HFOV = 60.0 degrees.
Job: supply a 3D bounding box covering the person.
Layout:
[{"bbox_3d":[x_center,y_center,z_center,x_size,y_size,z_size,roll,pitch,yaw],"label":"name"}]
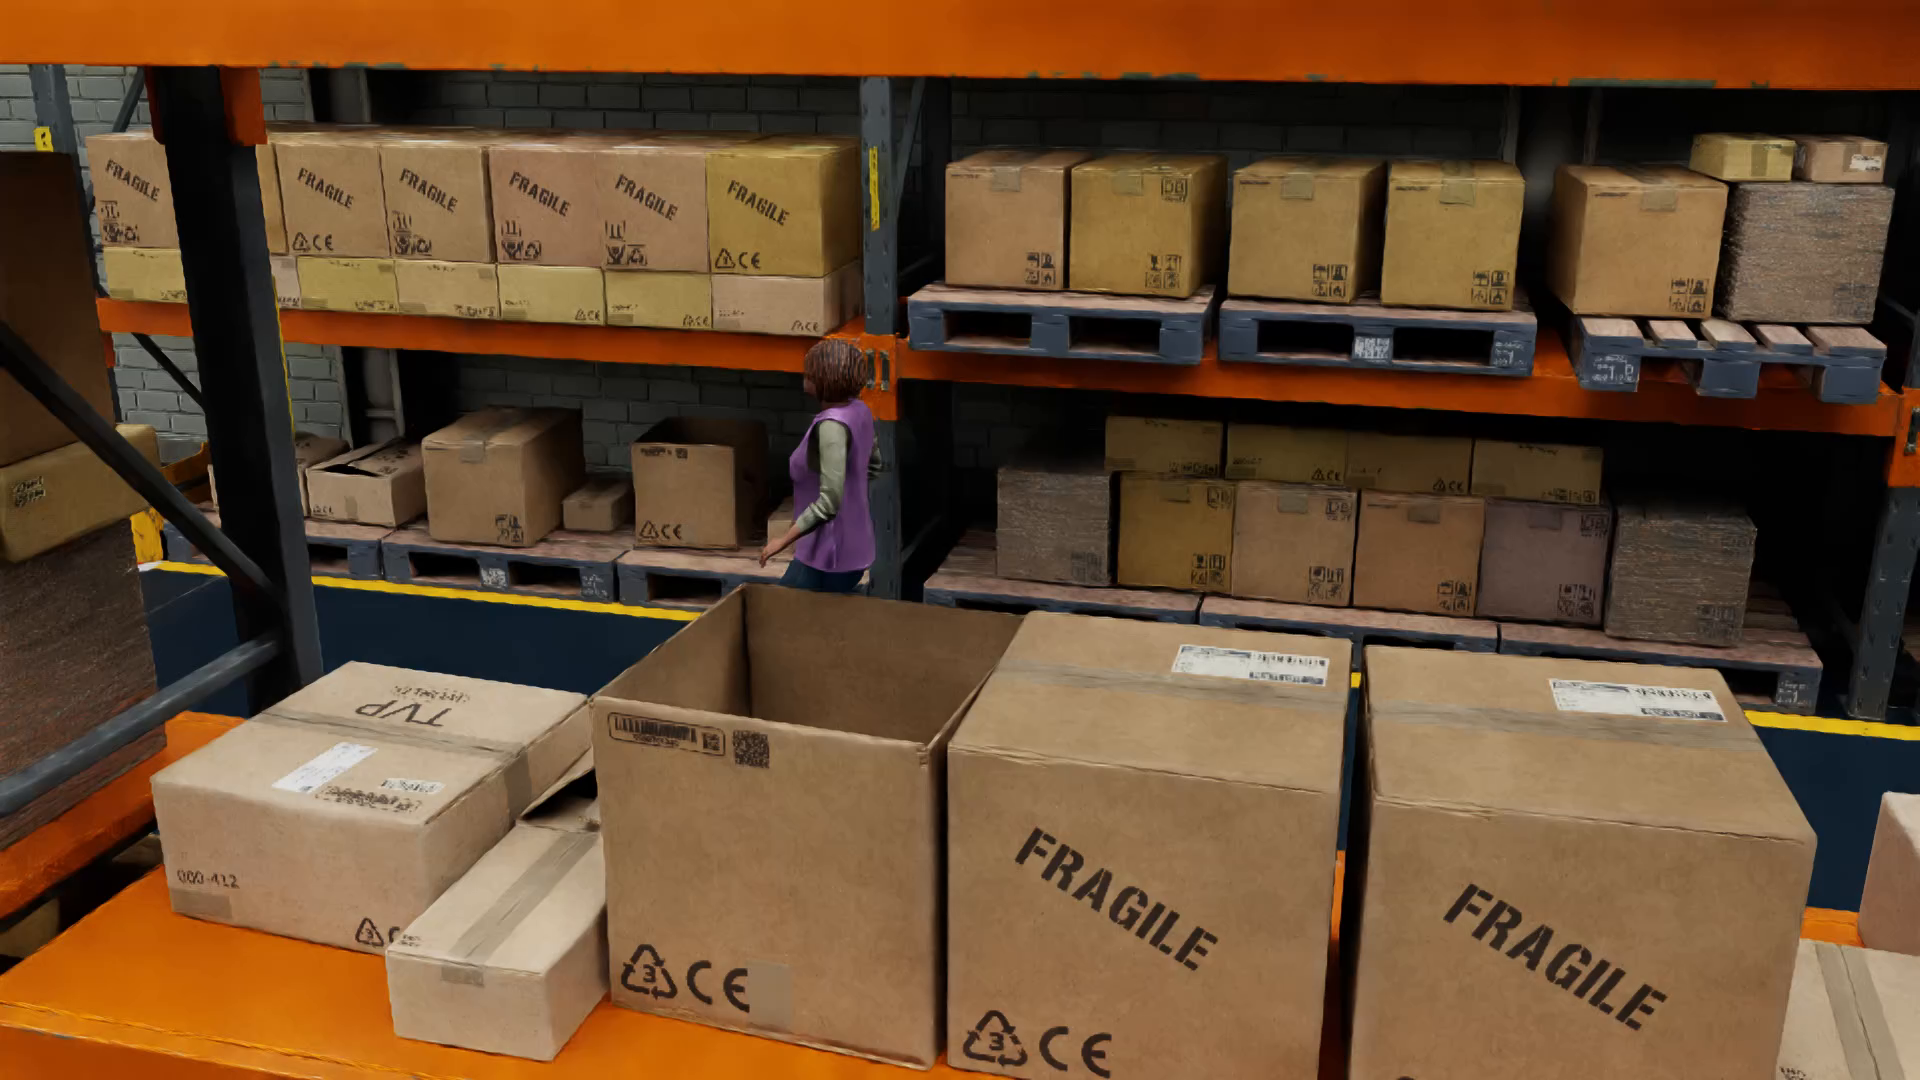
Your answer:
[{"bbox_3d":[-0.505,0.059,5.945,0.440,1.570,0.591,1,19,3],"label":"person"}]
